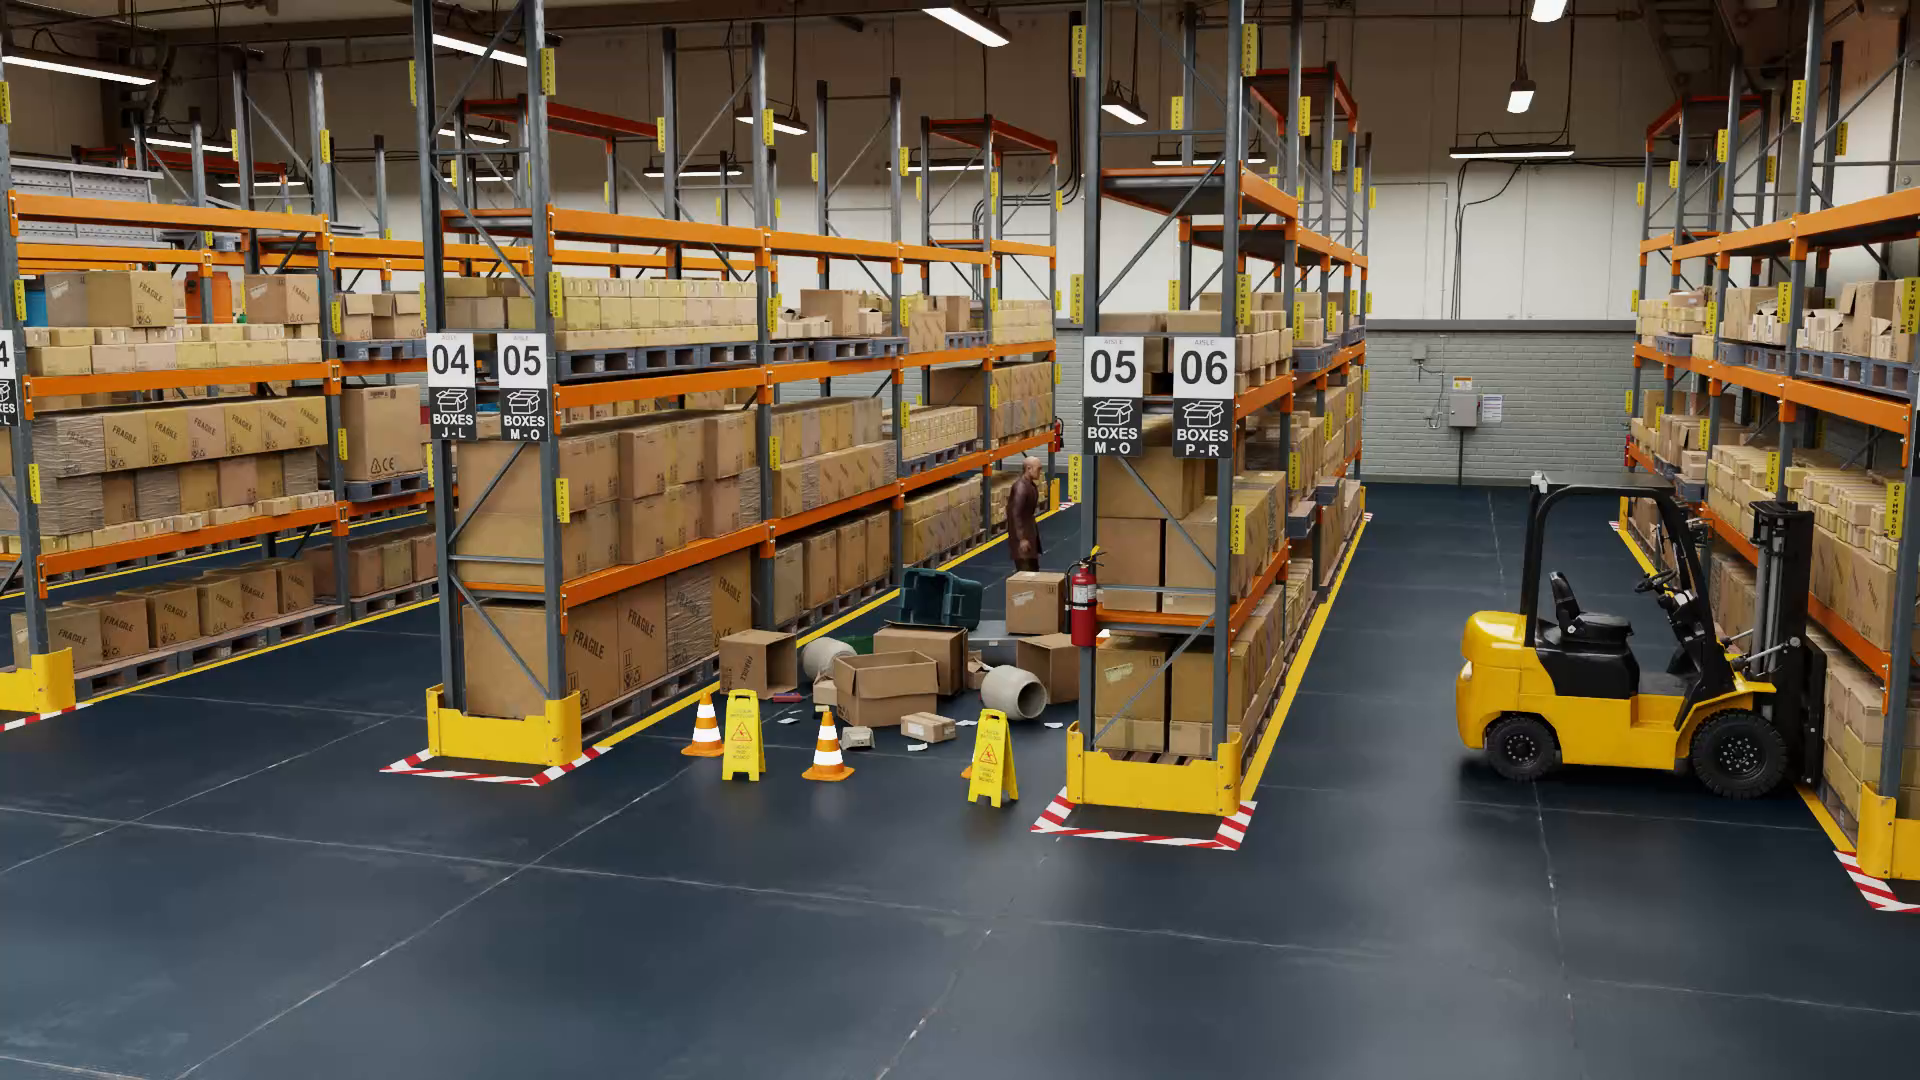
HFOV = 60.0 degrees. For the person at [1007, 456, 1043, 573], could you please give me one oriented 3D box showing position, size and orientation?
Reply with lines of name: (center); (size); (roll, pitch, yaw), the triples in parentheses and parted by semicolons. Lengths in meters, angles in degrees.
person: (0.725, -0.023, 18.038); (0.427, 1.774, 0.644); (2, 9, 16)
